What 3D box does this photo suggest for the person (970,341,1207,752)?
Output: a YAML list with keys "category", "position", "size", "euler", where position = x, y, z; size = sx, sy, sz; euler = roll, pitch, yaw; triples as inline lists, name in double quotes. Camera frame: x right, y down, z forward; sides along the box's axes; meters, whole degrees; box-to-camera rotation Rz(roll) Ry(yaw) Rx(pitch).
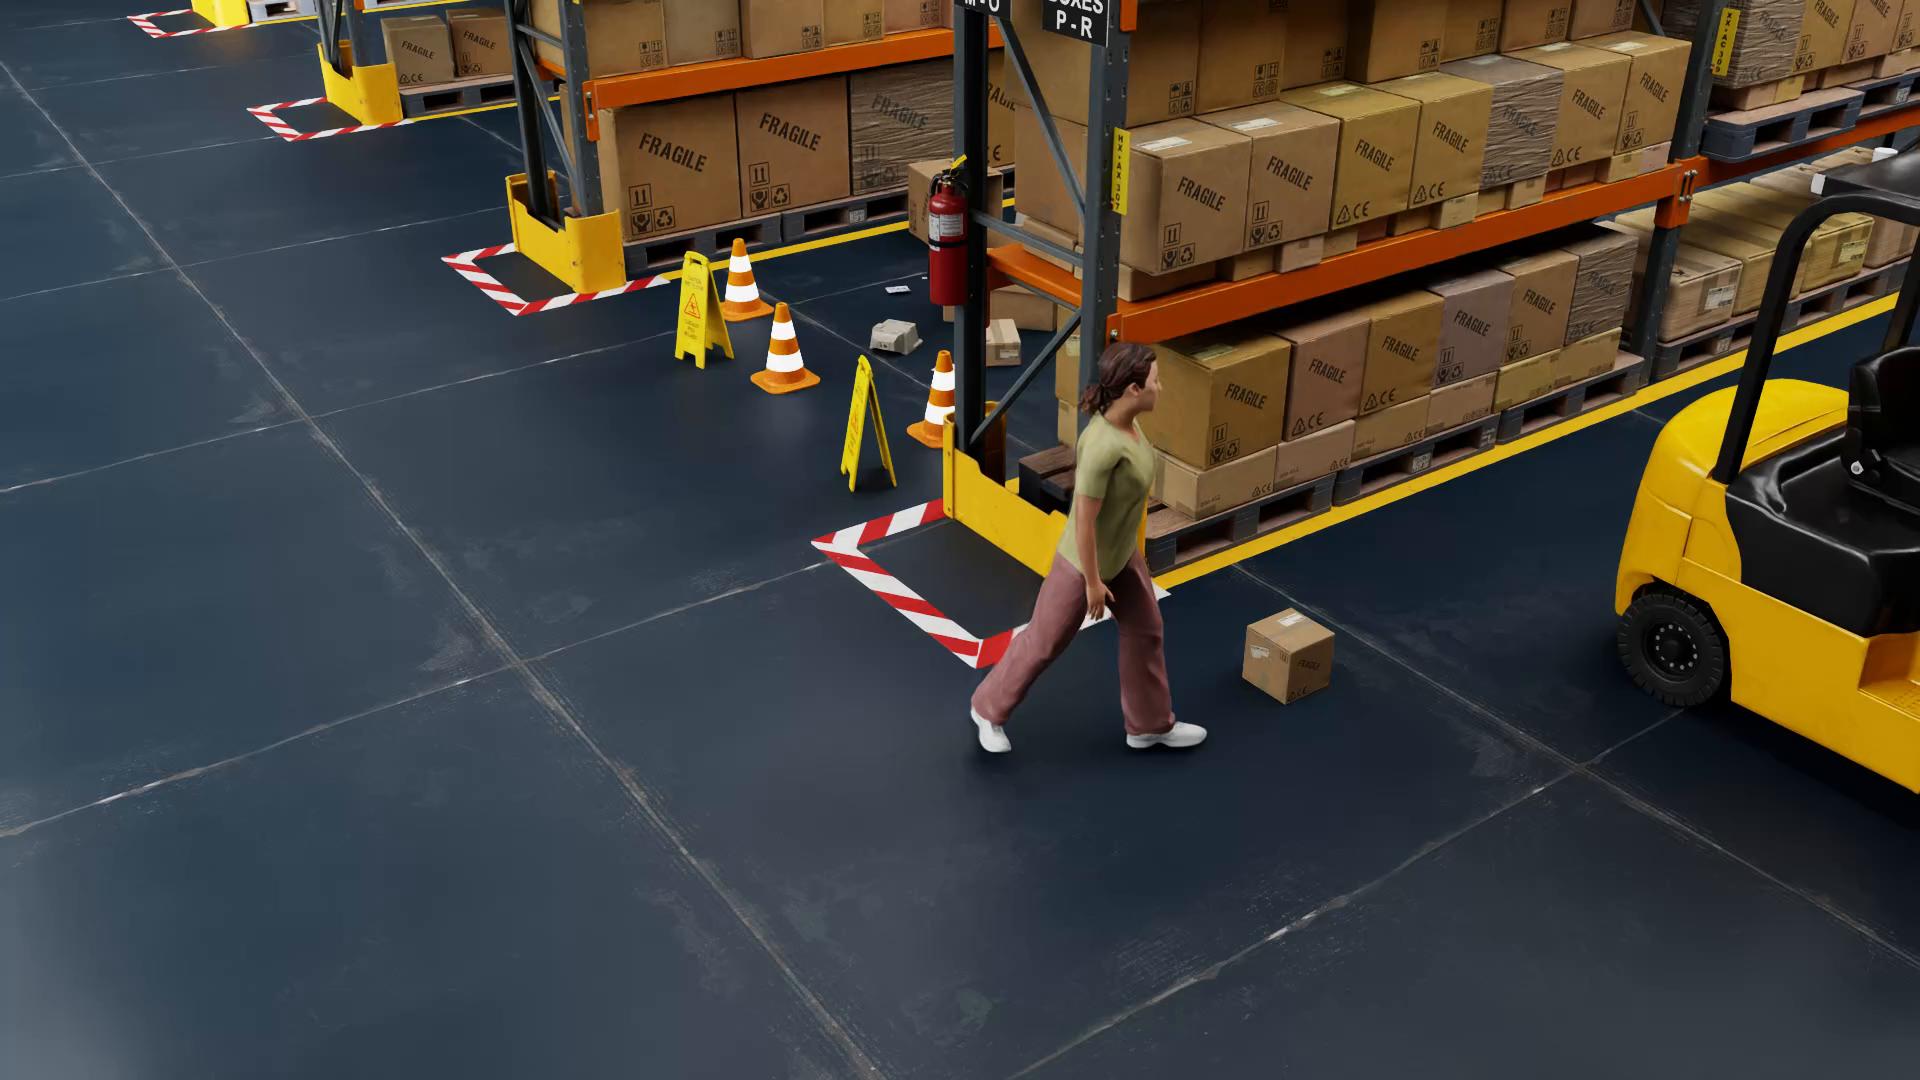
- category: "person"
  position: [0.477, 0.073, 6.032]
  size: [0.882, 1.621, 0.546]
  euler: [11, 31, 19]
